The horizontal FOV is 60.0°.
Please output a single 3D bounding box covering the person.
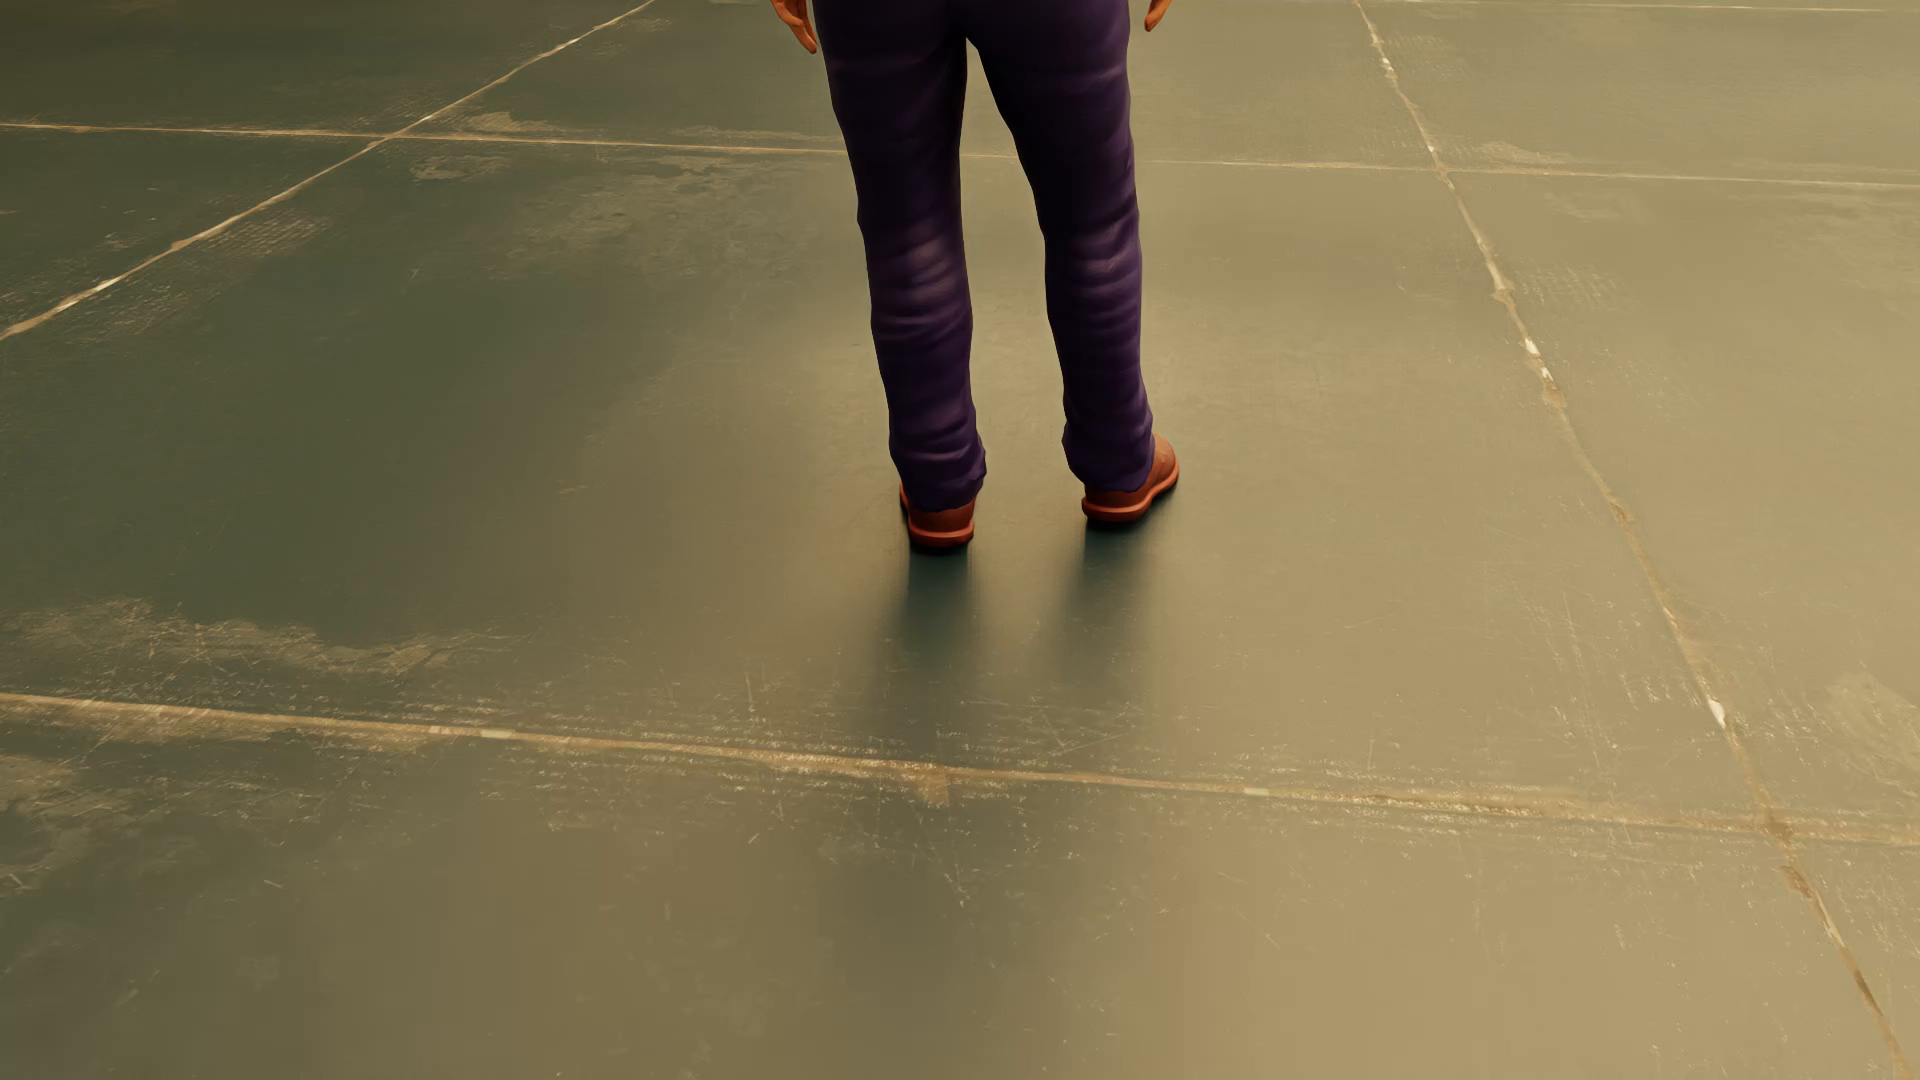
[{"bbox_3d":[0.034,-0.782,2.205,0.598,1.651,0.504,3,27,7],"label":"person"}]
